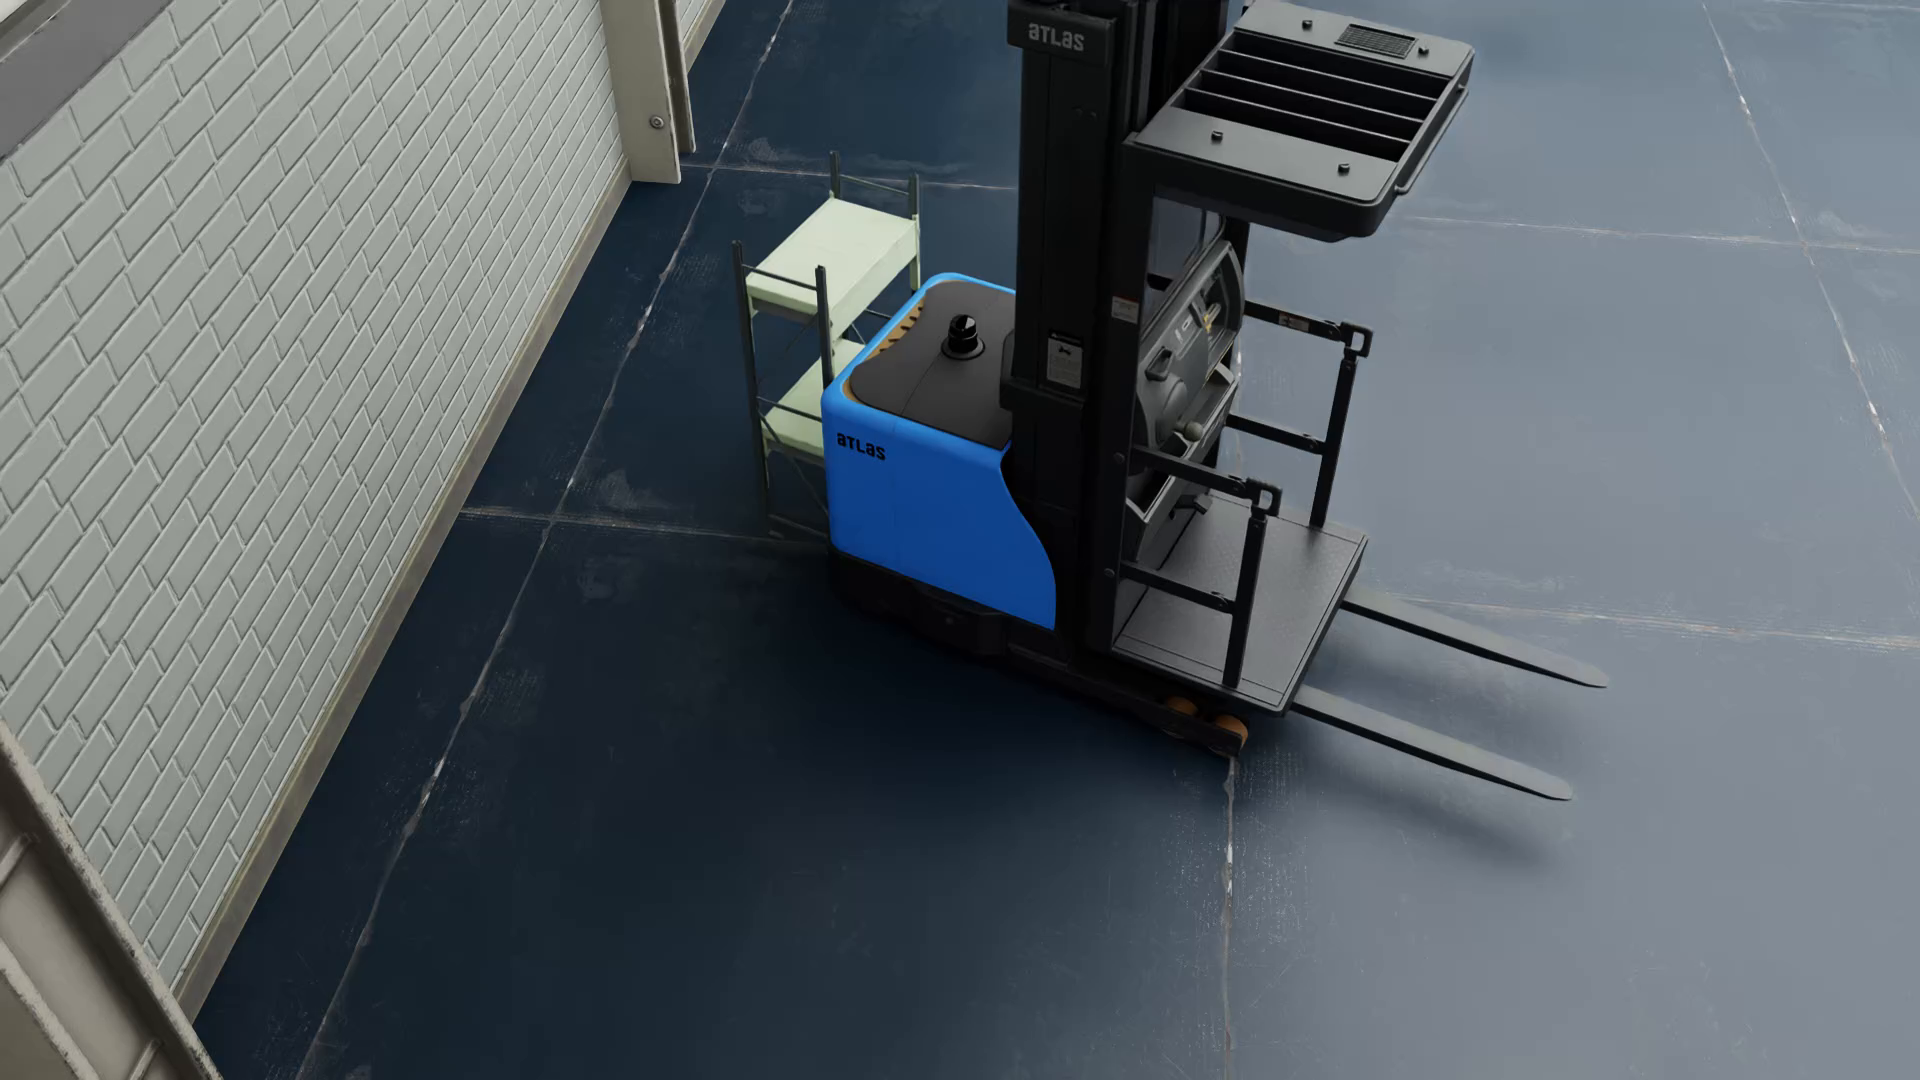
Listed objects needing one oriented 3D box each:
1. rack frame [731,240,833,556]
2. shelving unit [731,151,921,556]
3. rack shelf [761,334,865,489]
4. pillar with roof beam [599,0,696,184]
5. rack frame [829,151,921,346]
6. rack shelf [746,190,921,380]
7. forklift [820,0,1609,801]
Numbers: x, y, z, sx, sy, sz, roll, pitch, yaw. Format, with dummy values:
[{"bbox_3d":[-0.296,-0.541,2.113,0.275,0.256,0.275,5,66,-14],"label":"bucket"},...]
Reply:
[{"bbox_3d":[-0.680,-0.522,6.733,0.400,1.500,0.023,19,47,19],"label":"rack frame"},{"bbox_3d":[-0.514,-0.746,6.969,0.431,1.500,0.755,19,47,19],"label":"shelving unit"},{"bbox_3d":[-0.514,-0.509,7.193,0.431,0.370,0.720,19,47,19],"label":"rack shelf"},{"bbox_3d":[2.552,-5.039,6.049,9.100,9.000,0.400,5,44,6],"label":"pillar with roof beam"},{"bbox_3d":[-0.348,-0.970,7.206,0.400,1.500,0.023,19,47,19],"label":"rack frame"},{"bbox_3d":[-0.514,-1.029,6.701,0.431,0.370,0.720,19,47,19],"label":"rack shelf"},{"bbox_3d":[1.000,-0.654,5.831,3.031,2.935,1.130,20,47,20],"label":"forklift"}]
